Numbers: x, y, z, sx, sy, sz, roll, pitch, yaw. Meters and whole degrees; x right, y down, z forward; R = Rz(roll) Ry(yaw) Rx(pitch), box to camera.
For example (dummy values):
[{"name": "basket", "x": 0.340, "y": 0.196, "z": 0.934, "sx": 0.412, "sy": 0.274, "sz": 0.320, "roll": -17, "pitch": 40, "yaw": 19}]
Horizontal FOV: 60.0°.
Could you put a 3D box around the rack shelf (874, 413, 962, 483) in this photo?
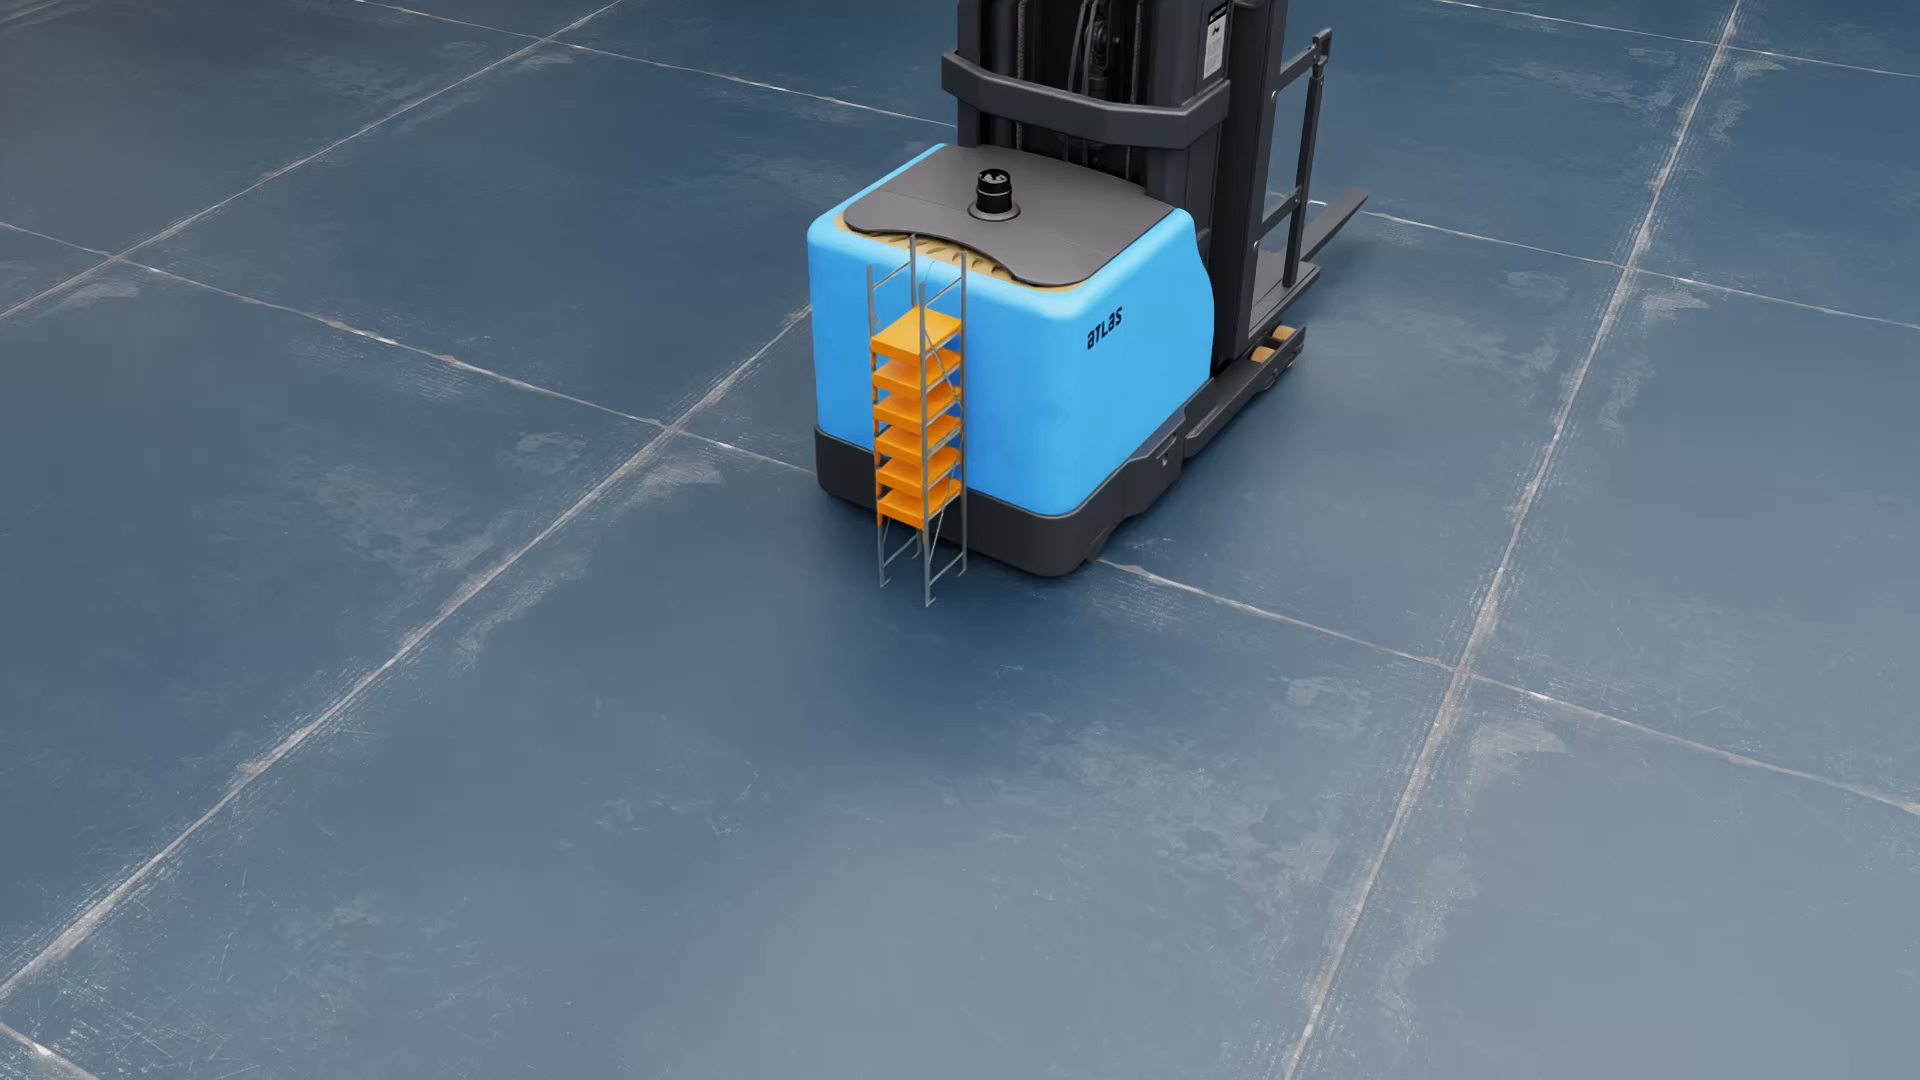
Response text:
[{"name": "rack shelf", "x": -0.124, "y": -0.311, "z": 5.239, "sx": 0.180, "sy": 0.103, "sz": 0.258, "roll": 22, "pitch": 43, "yaw": 26}]

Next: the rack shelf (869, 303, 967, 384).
[{"name": "rack shelf", "x": -0.125, "y": -0.597, "z": 5.020, "sx": 0.180, "sy": 0.103, "sz": 0.258, "roll": 22, "pitch": 43, "yaw": 26}]

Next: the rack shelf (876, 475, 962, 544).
[{"name": "rack shelf", "x": -0.123, "y": -0.120, "z": 5.385, "sx": 0.180, "sy": 0.103, "sz": 0.258, "roll": 22, "pitch": 43, "yaw": 26}]

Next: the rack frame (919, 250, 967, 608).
[{"name": "rack frame", "x": -0.047, "y": -0.316, "z": 5.172, "sx": 0.006, "sy": 1.200, "sz": 0.240, "roll": 22, "pitch": 43, "yaw": 26}]

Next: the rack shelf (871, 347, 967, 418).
[{"name": "rack shelf", "x": -0.124, "y": -0.501, "z": 5.093, "sx": 0.180, "sy": 0.103, "sz": 0.258, "roll": 22, "pitch": 43, "yaw": 26}]

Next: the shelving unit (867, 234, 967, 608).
[{"name": "shelving unit", "x": -0.124, "y": -0.346, "z": 5.212, "sx": 0.189, "sy": 1.200, "sz": 0.258, "roll": 22, "pitch": 43, "yaw": 26}]

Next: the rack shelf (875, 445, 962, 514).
[{"name": "rack shelf", "x": -0.123, "y": -0.215, "z": 5.312, "sx": 0.180, "sy": 0.103, "sz": 0.258, "roll": 22, "pitch": 43, "yaw": 26}]

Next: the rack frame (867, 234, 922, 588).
[{"name": "rack frame", "x": -0.200, "y": -0.376, "z": 5.252, "sx": 0.006, "sy": 1.200, "sz": 0.240, "roll": 22, "pitch": 43, "yaw": 26}]

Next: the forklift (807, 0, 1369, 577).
[{"name": "forklift", "x": 0.721, "y": -1.903, "z": 5.833, "sx": 1.130, "sy": 2.935, "sz": 3.031, "roll": 22, "pitch": 42, "yaw": 26}]

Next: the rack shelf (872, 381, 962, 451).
[{"name": "rack shelf", "x": -0.124, "y": -0.406, "z": 5.166, "sx": 0.180, "sy": 0.103, "sz": 0.258, "roll": 22, "pitch": 43, "yaw": 26}]
